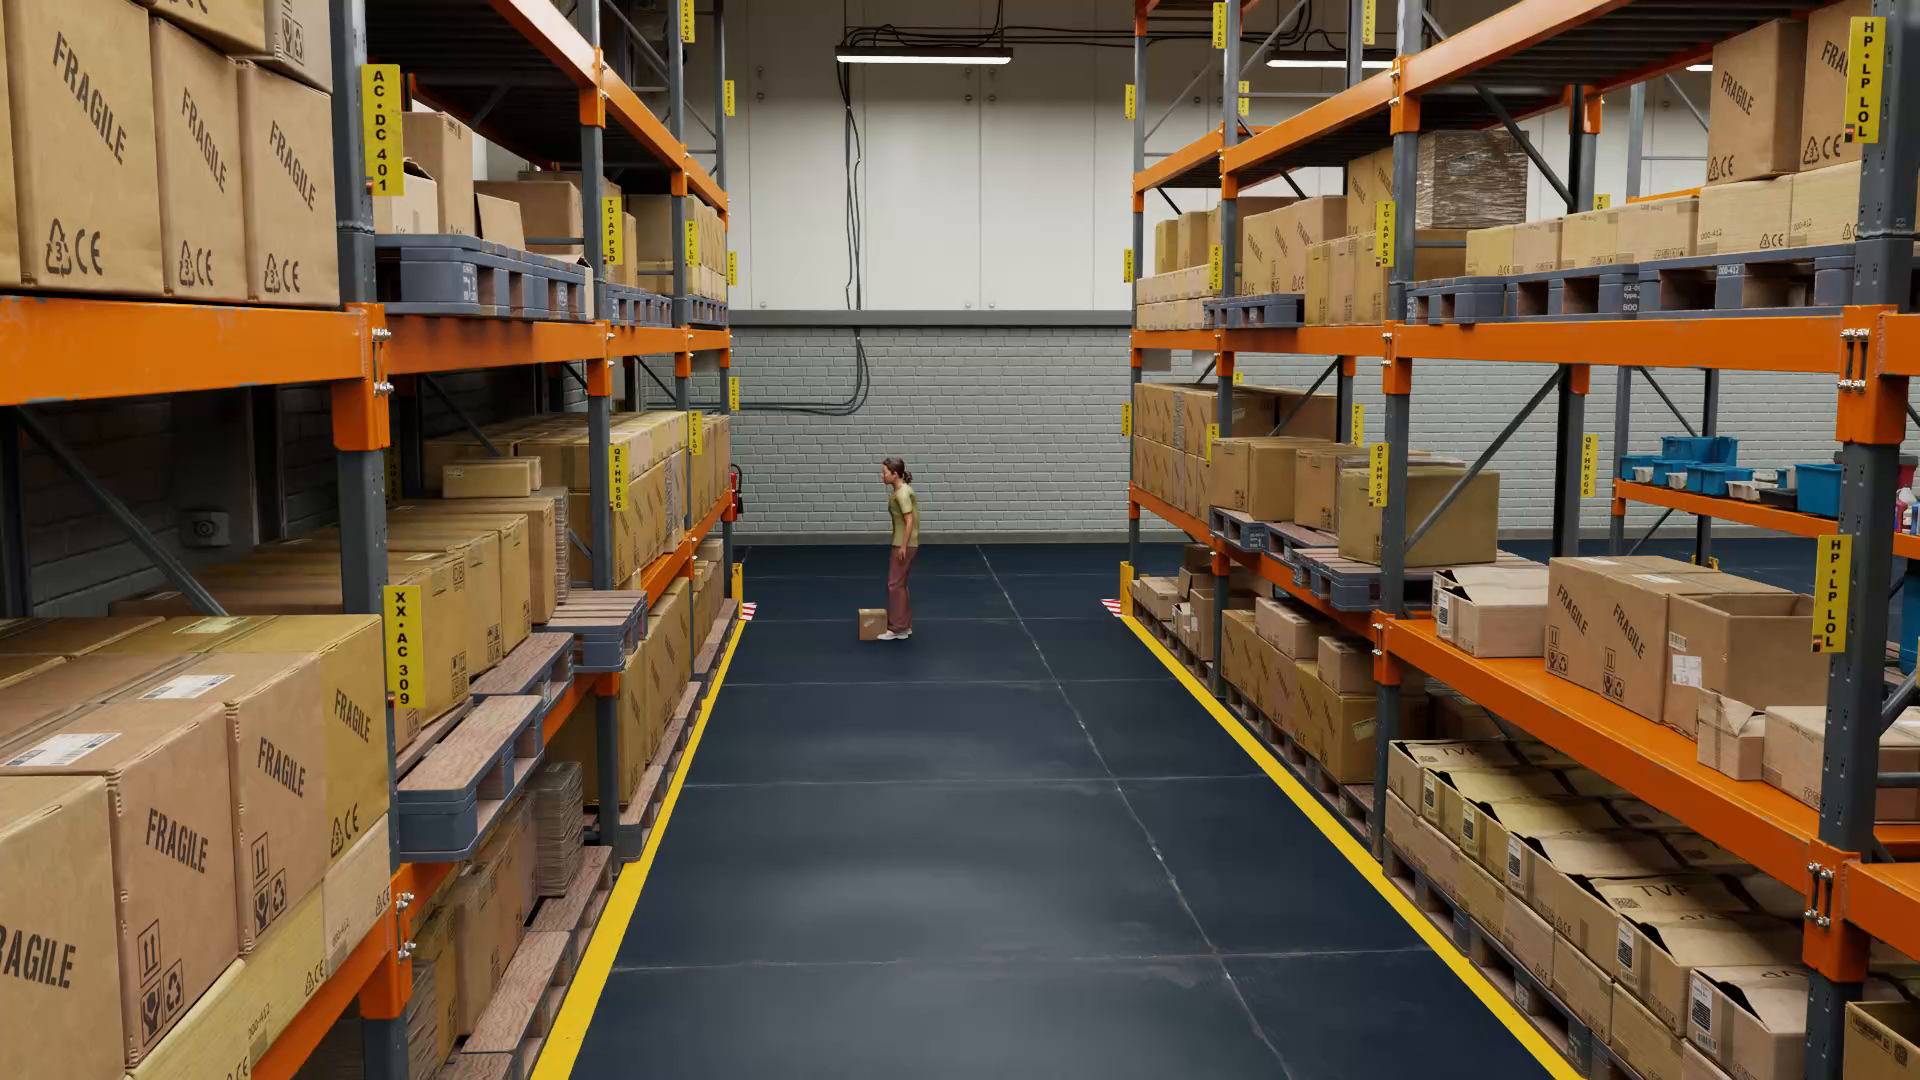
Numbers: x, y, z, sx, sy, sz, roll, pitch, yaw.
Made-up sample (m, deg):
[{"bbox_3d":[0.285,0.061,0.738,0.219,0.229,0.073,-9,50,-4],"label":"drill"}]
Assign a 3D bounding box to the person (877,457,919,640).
[{"bbox_3d":[-0.582,0.069,15.198,0.417,1.671,0.519,-1,7,-7],"label":"person"}]
